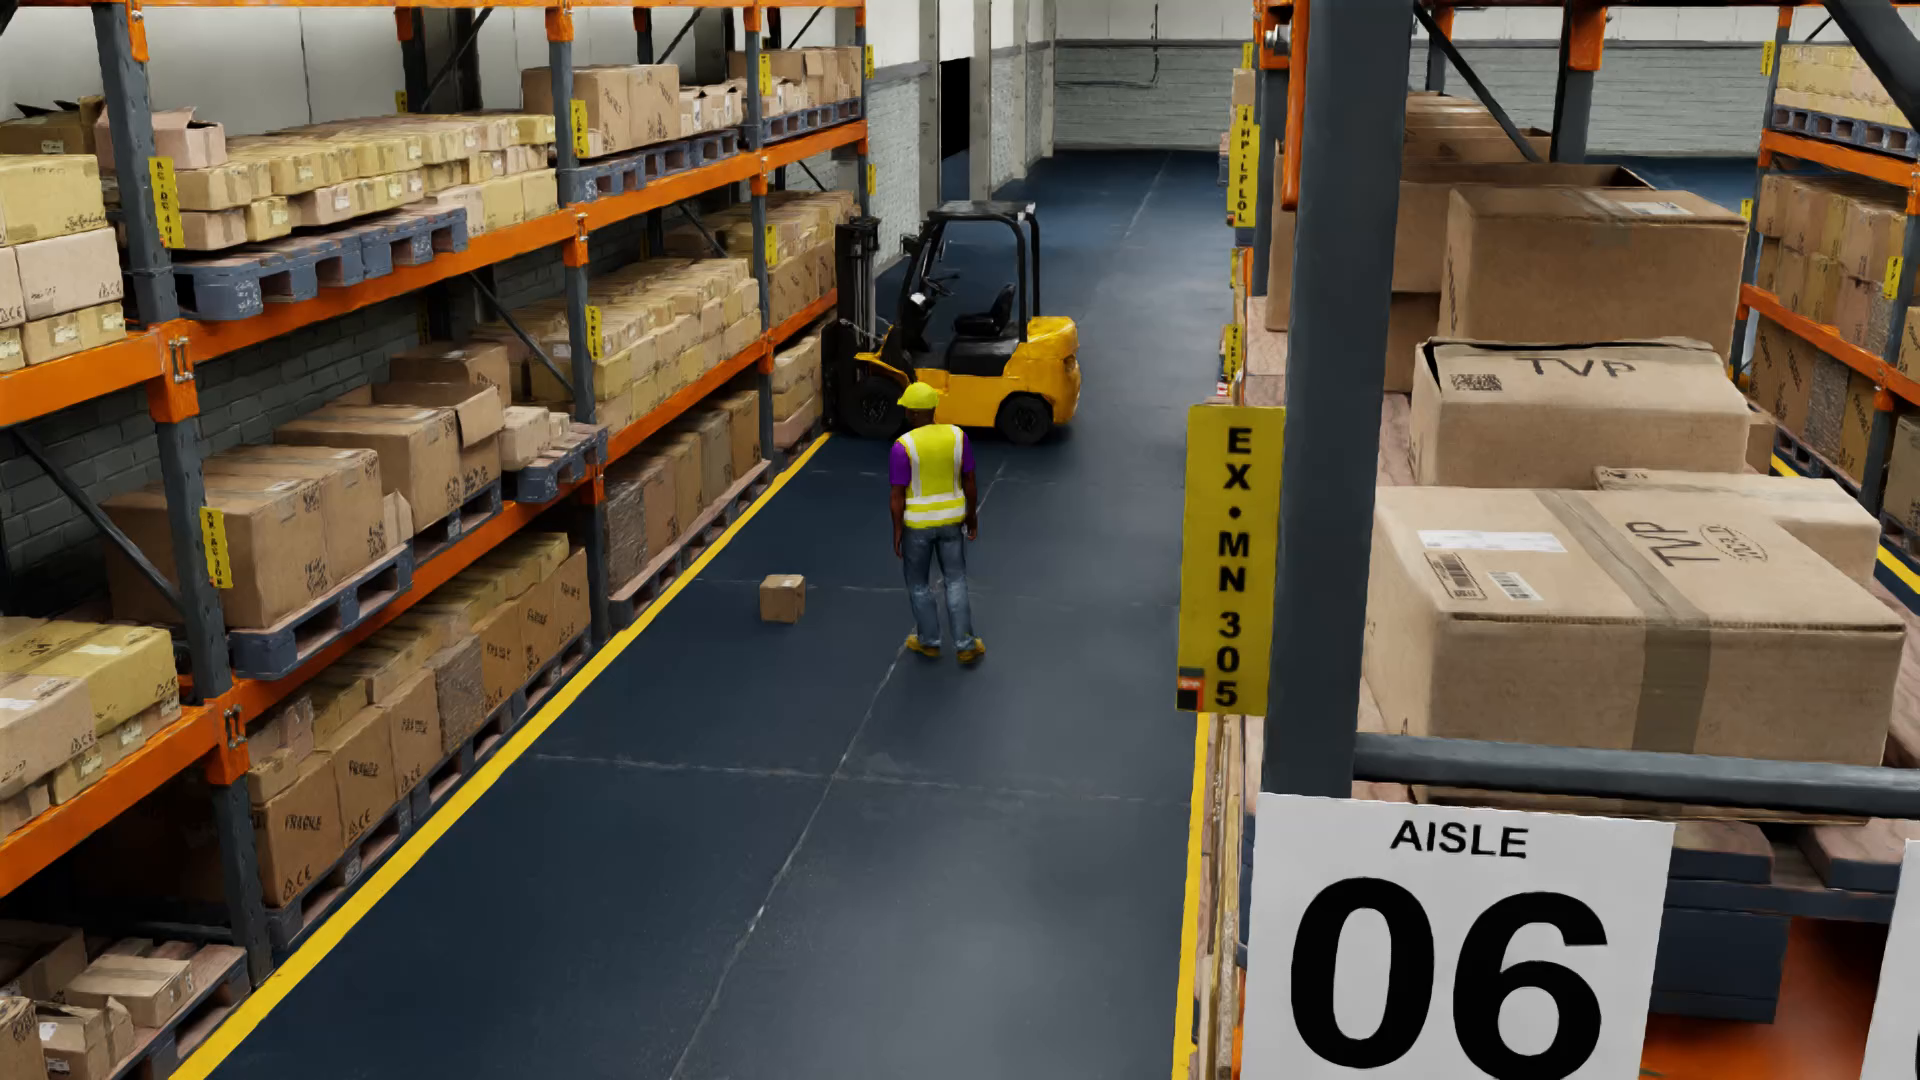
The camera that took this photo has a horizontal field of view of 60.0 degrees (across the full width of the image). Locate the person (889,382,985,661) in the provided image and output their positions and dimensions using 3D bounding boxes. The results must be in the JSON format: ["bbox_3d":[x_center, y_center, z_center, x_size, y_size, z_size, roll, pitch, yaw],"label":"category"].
[{"bbox_3d":[-0.147,-0.100,10.337,0.607,1.754,0.559,-7,19,-22],"label":"person"}]
